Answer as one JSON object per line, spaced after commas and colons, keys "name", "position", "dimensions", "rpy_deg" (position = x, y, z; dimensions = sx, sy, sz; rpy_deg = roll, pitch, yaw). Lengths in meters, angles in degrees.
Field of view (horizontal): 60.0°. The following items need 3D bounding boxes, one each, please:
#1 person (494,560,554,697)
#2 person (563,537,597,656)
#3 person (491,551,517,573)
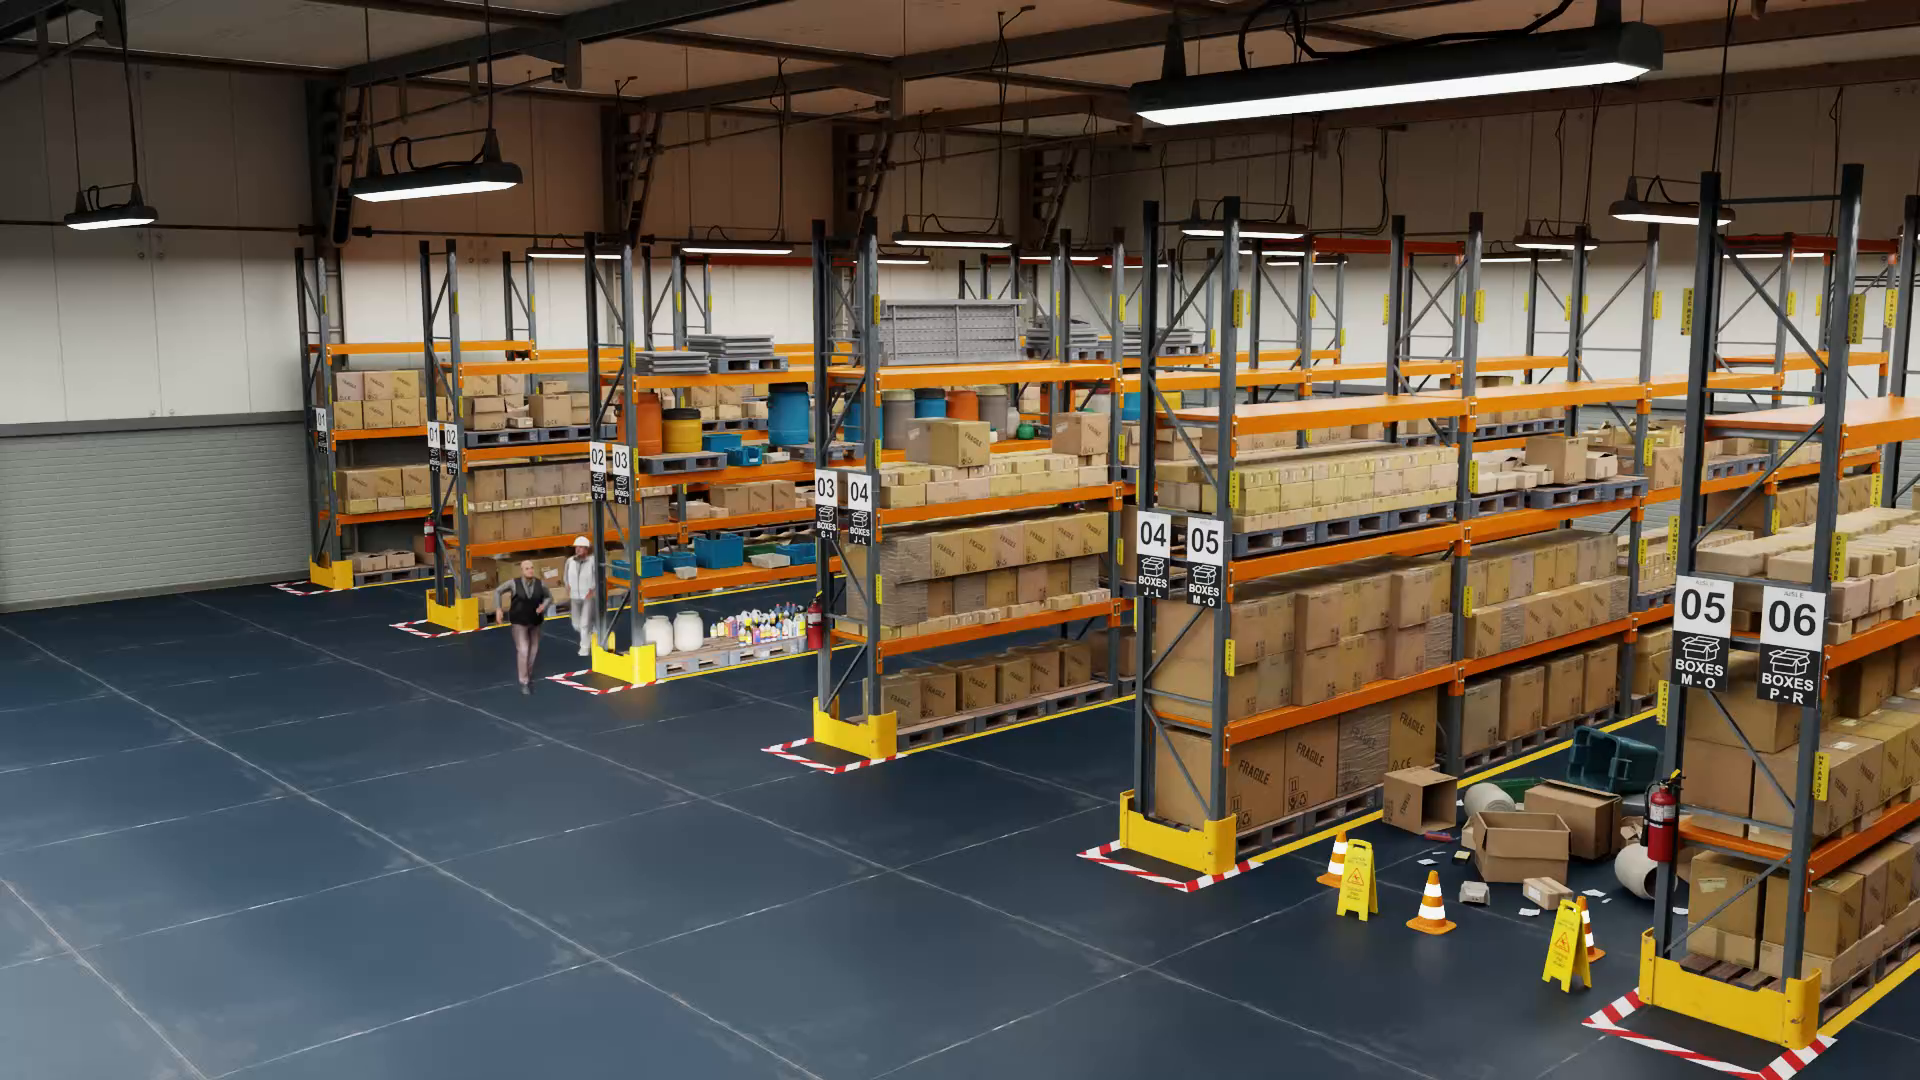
{"name": "person", "position": [-5.687, 1.229, 21.799], "dimensions": [0.745, 1.598, 0.714], "rpy_deg": [-4, 9, -28]}
{"name": "person", "position": [-5.443, 0.794, 24.144], "dimensions": [0.645, 1.722, 0.644], "rpy_deg": [2, 9, 11]}
{"name": "person", "position": [-7.966, 0.037, 29.273], "dimensions": [0.605, 1.803, 0.825], "rpy_deg": [2, 9, 15]}
